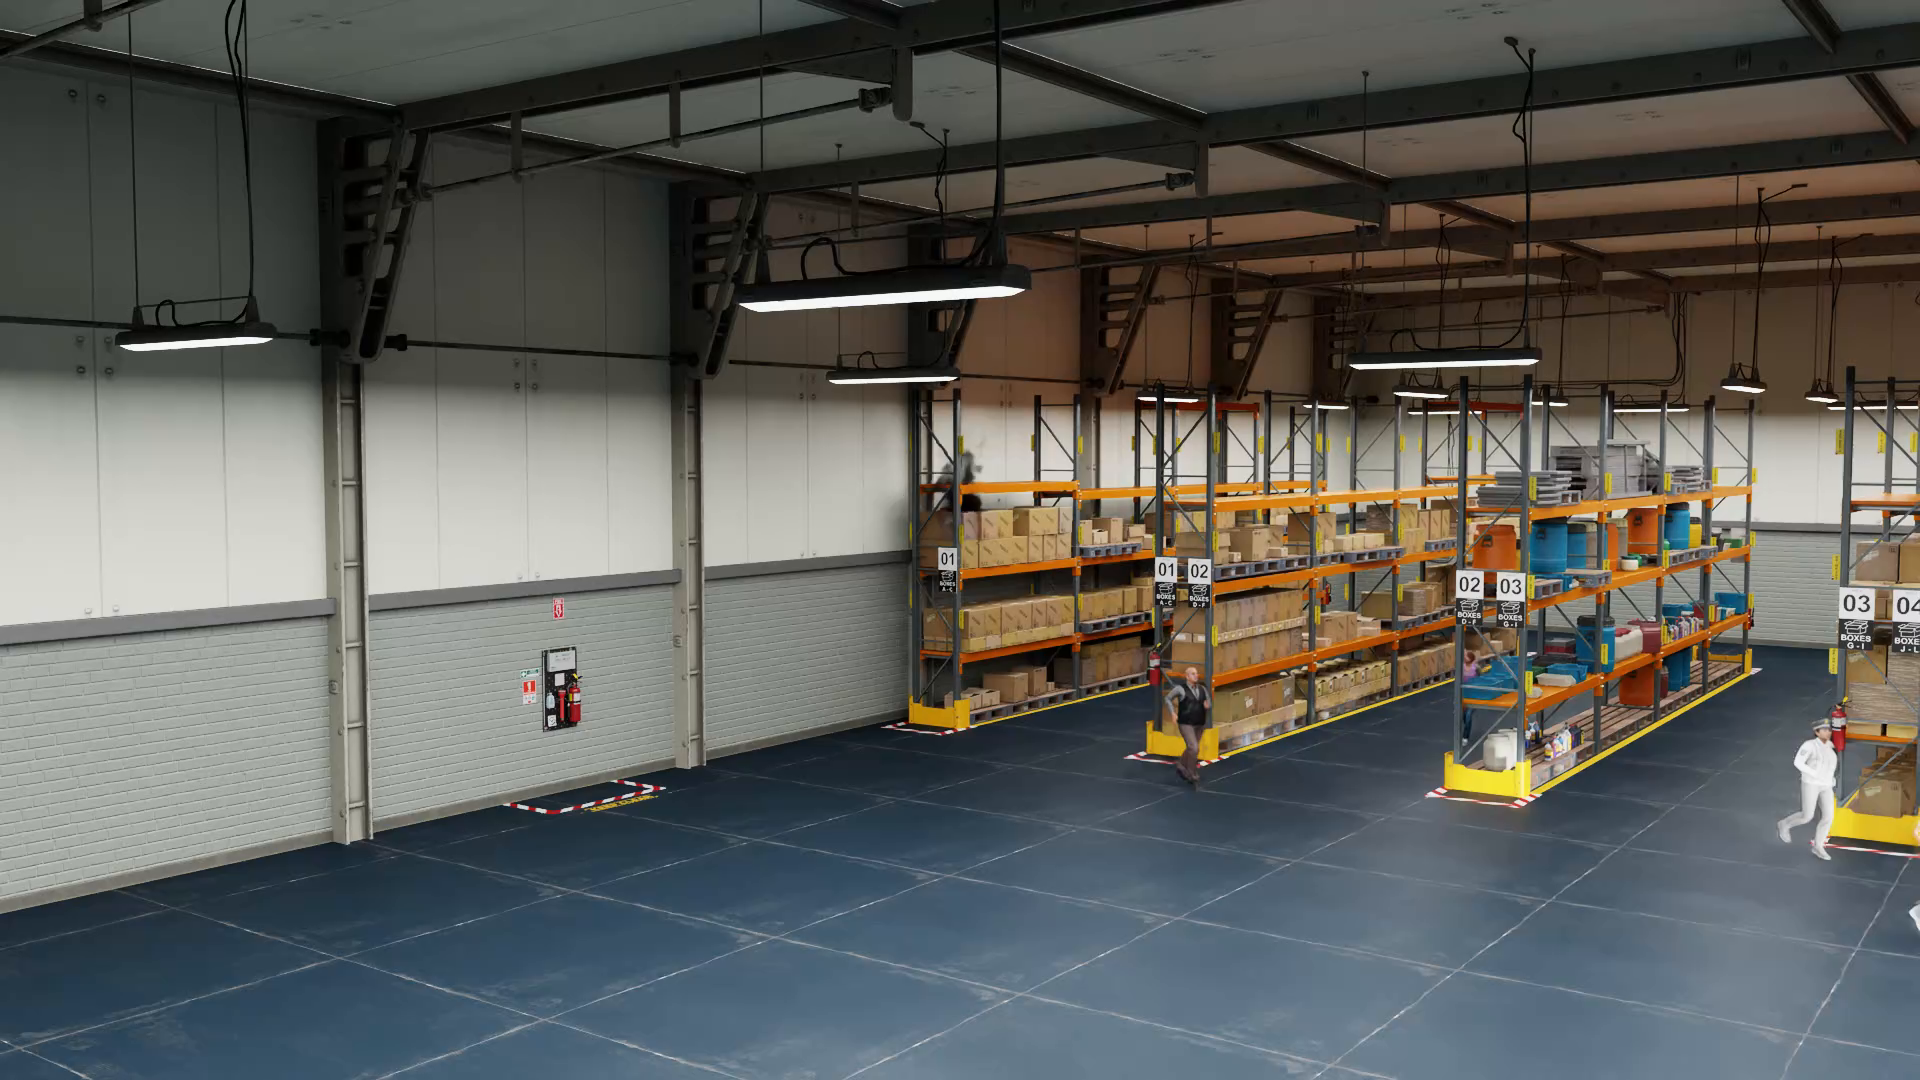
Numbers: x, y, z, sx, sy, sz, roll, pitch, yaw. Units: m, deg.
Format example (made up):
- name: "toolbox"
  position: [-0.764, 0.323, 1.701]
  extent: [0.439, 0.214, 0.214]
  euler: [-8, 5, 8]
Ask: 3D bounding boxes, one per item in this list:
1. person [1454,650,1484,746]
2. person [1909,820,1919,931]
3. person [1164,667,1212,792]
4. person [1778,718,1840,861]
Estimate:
- name: "person"
  position: [8.587, 2.645, 27.973]
  extent: [0.544, 1.570, 0.710]
  euler: [2, 4, 35]
- name: "person"
  position: [9.738, 3.221, 16.432]
  extent: [0.572, 1.662, 0.839]
  euler: [-1, 4, -22]
- name: "person"
  position: [3.380, 2.746, 24.364]
  extent: [0.632, 1.771, 0.806]
  euler: [-2, 4, -31]
- name: "person"
  position: [10.490, 3.010, 20.402]
  extent: [0.637, 1.688, 0.795]
  euler: [-1, 3, -14]
